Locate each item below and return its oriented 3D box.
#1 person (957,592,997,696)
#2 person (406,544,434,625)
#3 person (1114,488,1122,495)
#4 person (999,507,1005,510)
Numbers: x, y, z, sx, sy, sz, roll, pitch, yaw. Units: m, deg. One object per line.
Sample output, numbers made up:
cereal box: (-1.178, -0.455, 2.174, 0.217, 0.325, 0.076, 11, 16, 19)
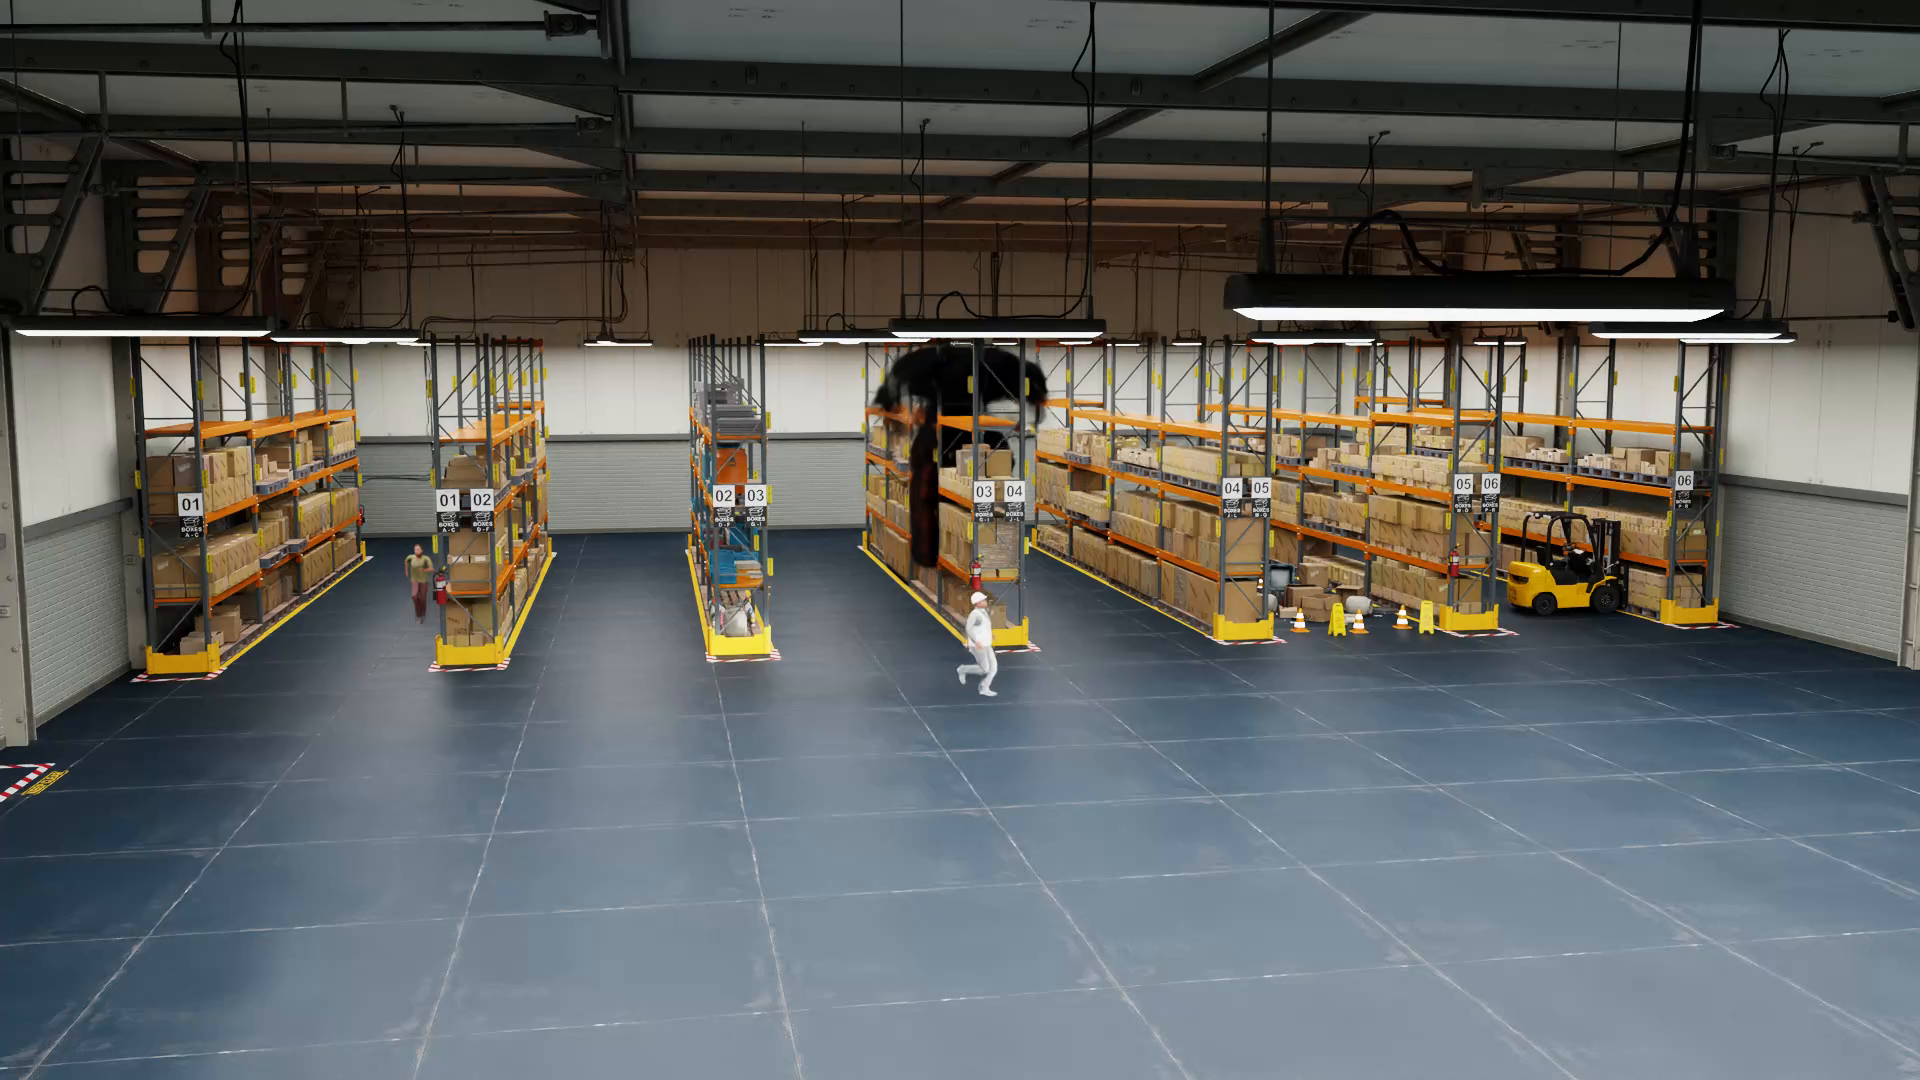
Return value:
person: (0.292, 1.724, 27.594, 0.643, 1.728, 0.678, 3, 7, 22)
person: (-11.331, 0.920, 34.904, 0.599, 1.667, 0.817, -1, 7, -9)
person: (4.584, -0.636, 48.110, 0.603, 1.746, 0.805, -2, 7, -20)
person: (1.034, -0.633, 48.096, 0.716, 1.712, 0.543, 0, 7, -4)
